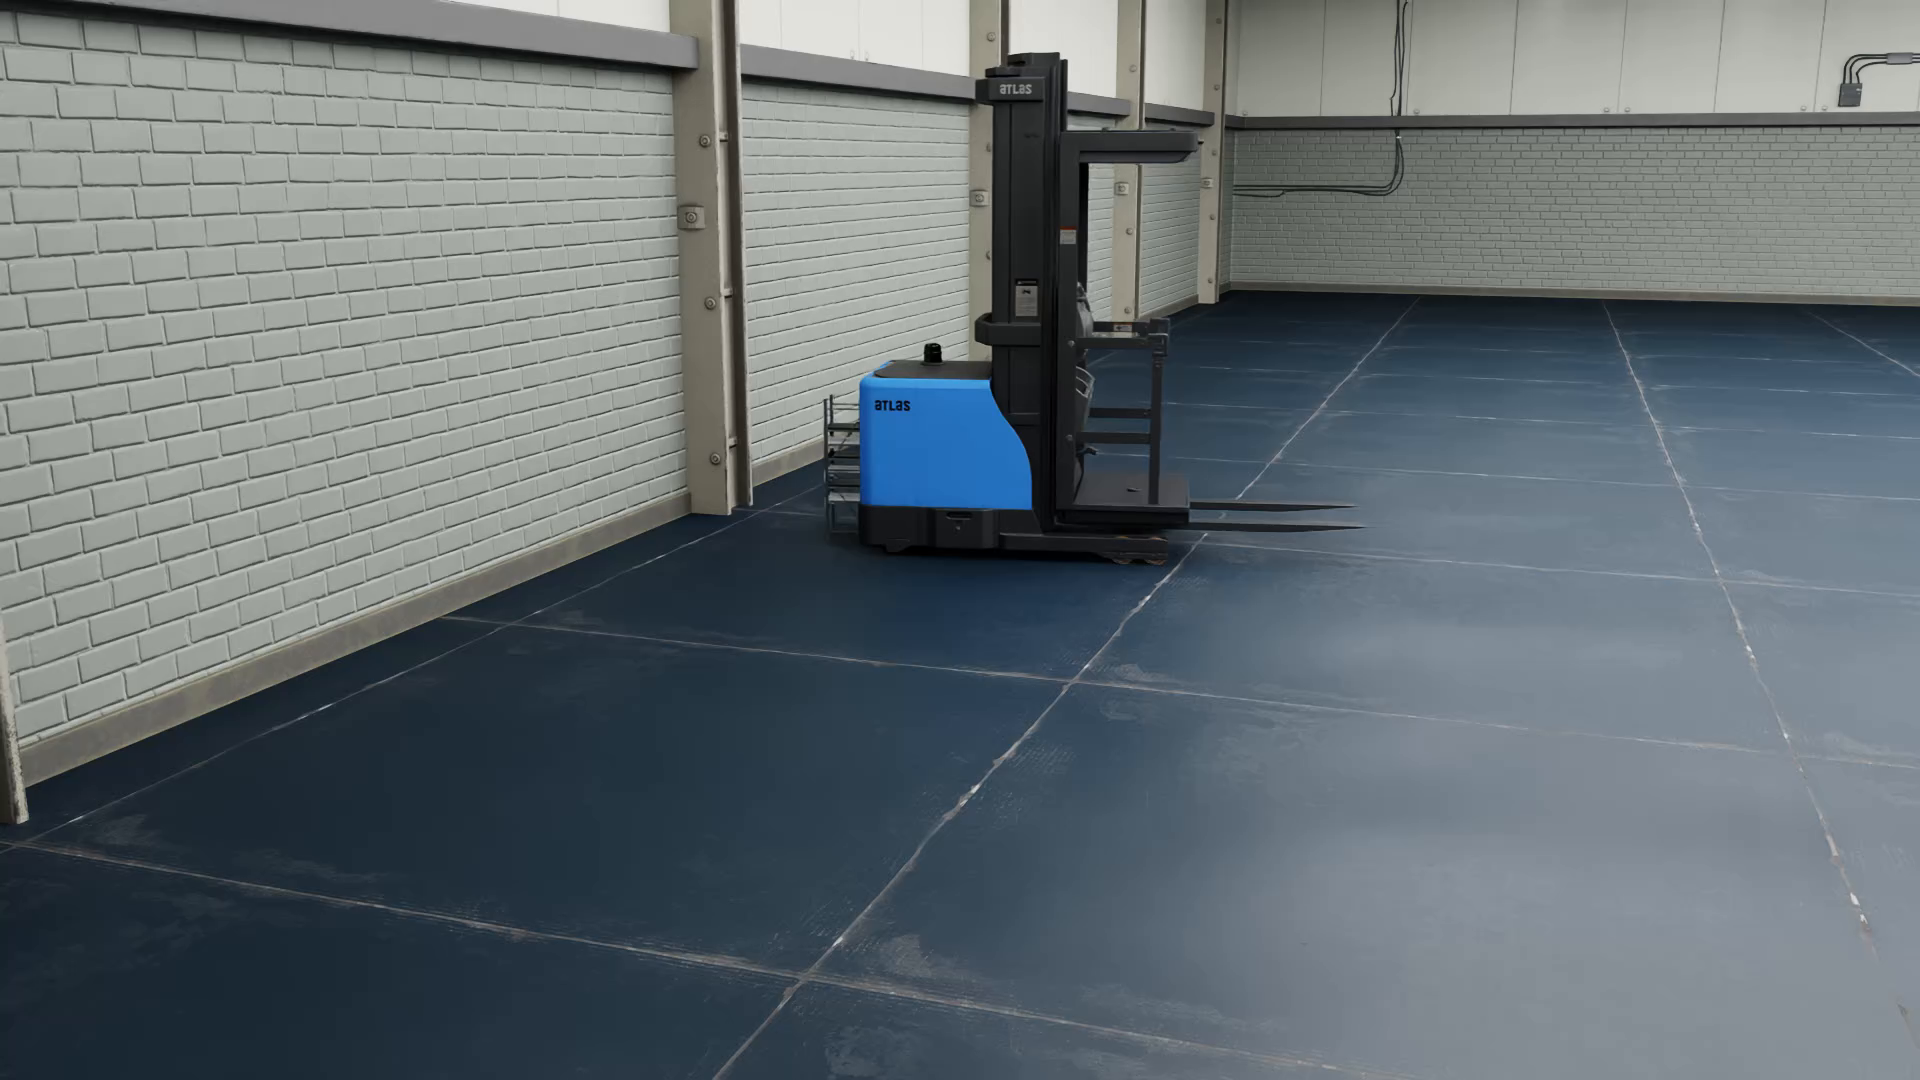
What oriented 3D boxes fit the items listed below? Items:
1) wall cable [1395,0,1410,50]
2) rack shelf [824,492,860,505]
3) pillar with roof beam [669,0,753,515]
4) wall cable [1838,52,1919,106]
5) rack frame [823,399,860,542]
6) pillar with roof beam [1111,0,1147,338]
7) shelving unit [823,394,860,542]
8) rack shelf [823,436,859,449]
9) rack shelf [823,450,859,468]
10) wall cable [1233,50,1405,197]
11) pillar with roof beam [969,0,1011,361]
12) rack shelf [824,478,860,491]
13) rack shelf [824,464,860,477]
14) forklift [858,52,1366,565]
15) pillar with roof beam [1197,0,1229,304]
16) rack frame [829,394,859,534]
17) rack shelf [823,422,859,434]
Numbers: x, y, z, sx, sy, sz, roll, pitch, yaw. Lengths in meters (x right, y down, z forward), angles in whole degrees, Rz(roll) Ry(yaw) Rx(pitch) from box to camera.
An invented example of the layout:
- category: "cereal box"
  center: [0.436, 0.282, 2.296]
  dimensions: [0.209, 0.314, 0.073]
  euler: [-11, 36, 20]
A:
- category: "wall cable"
  center: [8.940, -9.675, 28.281]
  dimensions: [3.097, 2.526, 0.112]
  euler: [4, 14, 18]
- category: "rack shelf"
  center: [-0.712, -0.245, 10.496]
  dimensions: [0.258, 0.077, 0.200]
  euler: [1, 13, 6]
- category: "pillar with roof beam"
  center: [2.425, -4.296, 9.088]
  dimensions: [9.100, 9.000, 0.400]
  euler: [4, 14, 18]
- category: "wall cable"
  center: [15.358, -9.892, 25.963]
  dimensions: [2.305, 6.003, 0.169]
  euler: [4, 14, 18]
- category: "rack frame"
  center: [-0.723, -0.430, 10.350]
  dimensions: [0.240, 0.900, 0.006]
  euler: [1, 13, 6]
- category: "pillar with roof beam"
  center: [6.308, -6.823, 20.158]
  dimensions: [9.100, 9.000, 0.400]
  euler: [4, 14, 18]
- category: "shelving unit"
  center: [-0.712, -0.453, 10.449]
  dimensions: [0.258, 0.900, 0.210]
  euler: [1, 13, 6]
- category: "rack shelf"
  center: [-0.712, -0.596, 10.416]
  dimensions: [0.258, 0.077, 0.200]
  euler: [1, 13, 6]
- category: "rack shelf"
  center: [-0.712, -0.508, 10.436]
  dimensions: [0.258, 0.077, 0.200]
  euler: [1, 13, 6]
- category: "wall cable"
  center: [6.380, -7.407, 29.697]
  dimensions: [3.097, 2.526, 0.112]
  euler: [4, 14, 18]
- category: "pillar with roof beam"
  center: [4.366, -5.559, 14.623]
  dimensions: [9.100, 9.000, 0.400]
  euler: [4, 14, 18]
- category: "rack shelf"
  center: [-0.712, -0.332, 10.476]
  dimensions: [0.258, 0.077, 0.200]
  euler: [1, 13, 6]
- category: "rack shelf"
  center: [-0.712, -0.420, 10.456]
  dimensions: [0.258, 0.077, 0.200]
  euler: [1, 13, 6]
- category: "forklift"
  center: [0.939, -1.406, 10.062]
  dimensions: [3.031, 2.935, 1.130]
  euler: [2, 13, 7]
- category: "pillar with roof beam"
  center: [8.249, -8.086, 25.693]
  dimensions: [9.100, 9.000, 0.400]
  euler: [4, 14, 18]
- category: "rack frame"
  center: [-0.702, -0.475, 10.548]
  dimensions: [0.240, 0.900, 0.006]
  euler: [1, 13, 6]
- category: "rack shelf"
  center: [-0.712, -0.683, 10.396]
  dimensions: [0.258, 0.077, 0.200]
  euler: [1, 13, 6]
